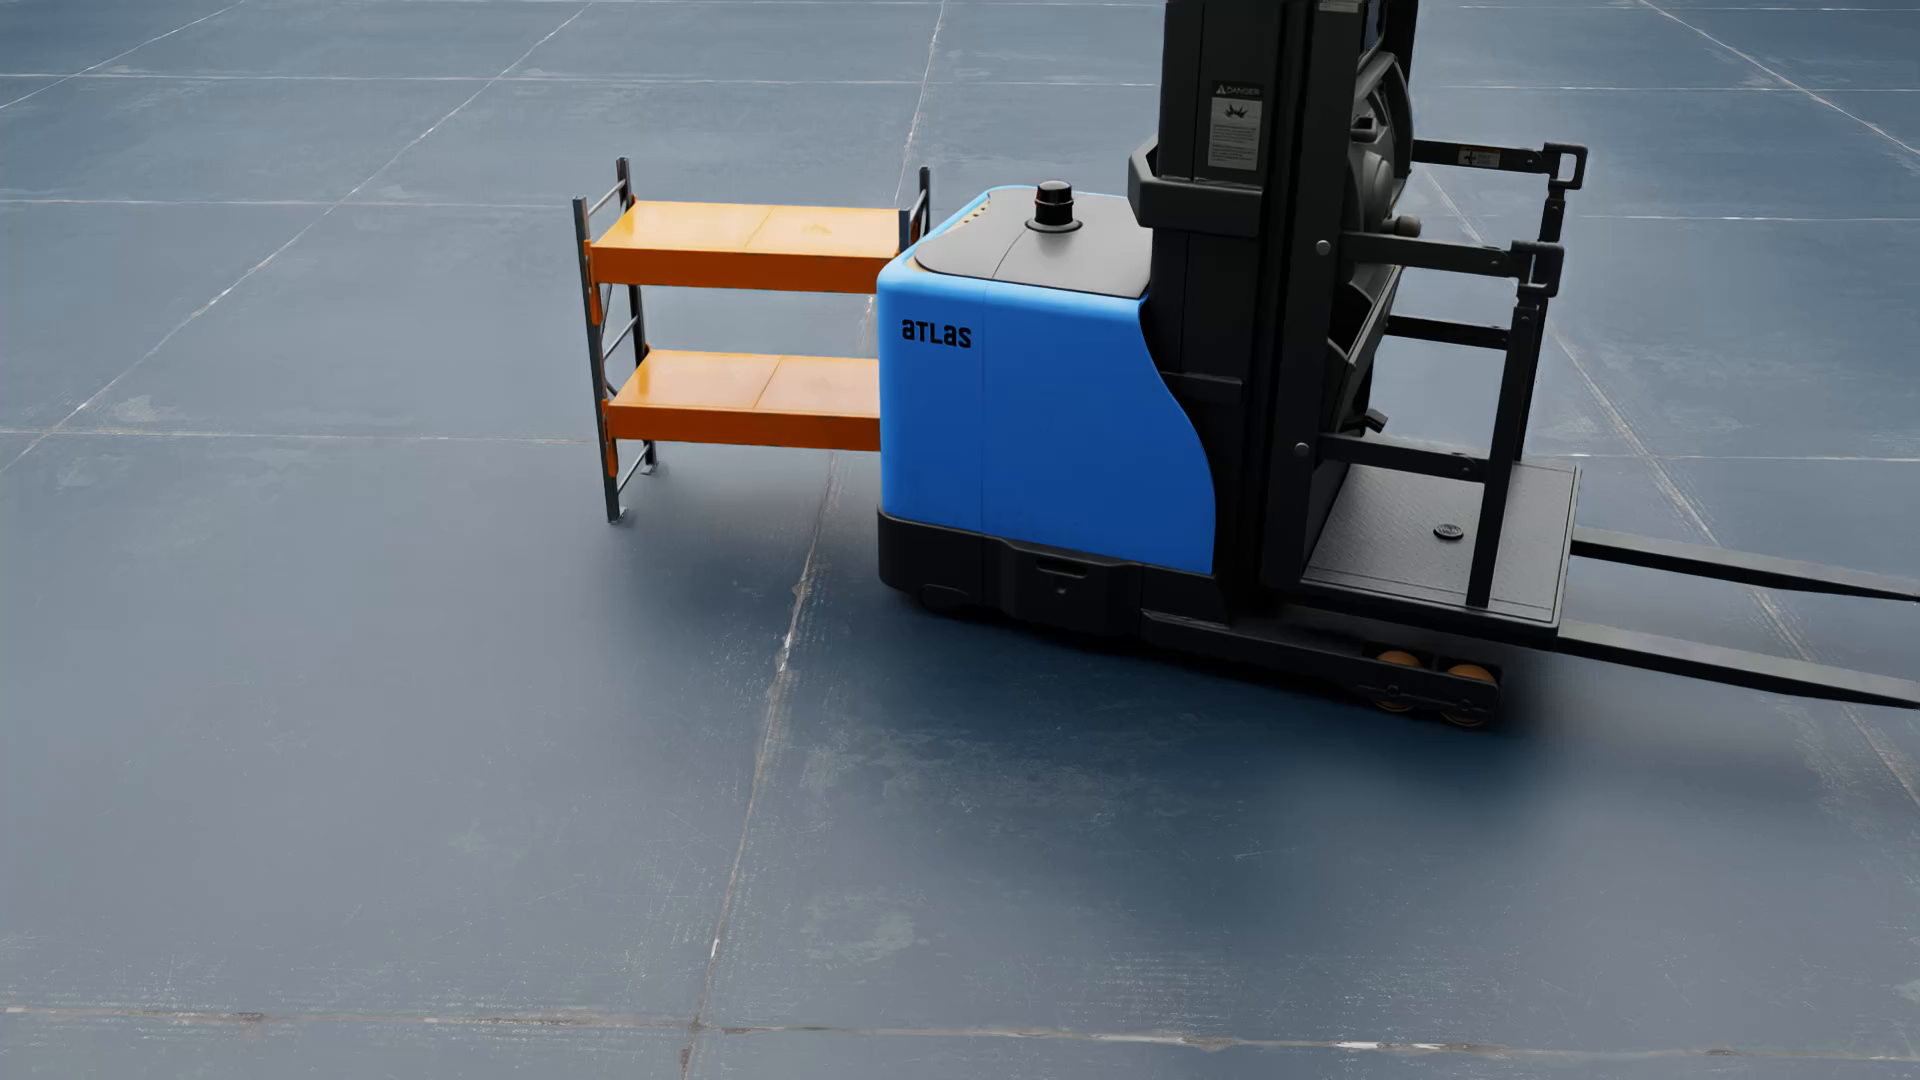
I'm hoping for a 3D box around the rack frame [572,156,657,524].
[{"bbox_3d":[-1.152,-0.670,5.604,0.032,1.125,0.500,3,28,6],"label":"rack frame"}]

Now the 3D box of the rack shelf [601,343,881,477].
[{"bbox_3d":[-0.647,-0.426,5.666,1.000,0.278,0.538,3,28,6],"label":"rack shelf"}]

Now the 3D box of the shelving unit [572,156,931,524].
[{"bbox_3d":[-0.647,-0.642,5.552,1.048,1.125,0.538,3,28,6],"label":"shelving unit"}]

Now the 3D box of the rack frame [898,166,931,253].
[{"bbox_3d":[-0.142,-0.614,5.500,0.032,1.125,0.500,3,28,6],"label":"rack frame"}]

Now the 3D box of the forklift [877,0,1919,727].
[{"bbox_3d":[1.317,-1.065,4.421,3.031,2.935,1.130,10,30,19],"label":"forklift"}]

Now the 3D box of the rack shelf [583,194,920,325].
[{"bbox_3d":[-0.647,-0.901,5.415,1.000,0.278,0.538,3,28,6],"label":"rack shelf"}]
